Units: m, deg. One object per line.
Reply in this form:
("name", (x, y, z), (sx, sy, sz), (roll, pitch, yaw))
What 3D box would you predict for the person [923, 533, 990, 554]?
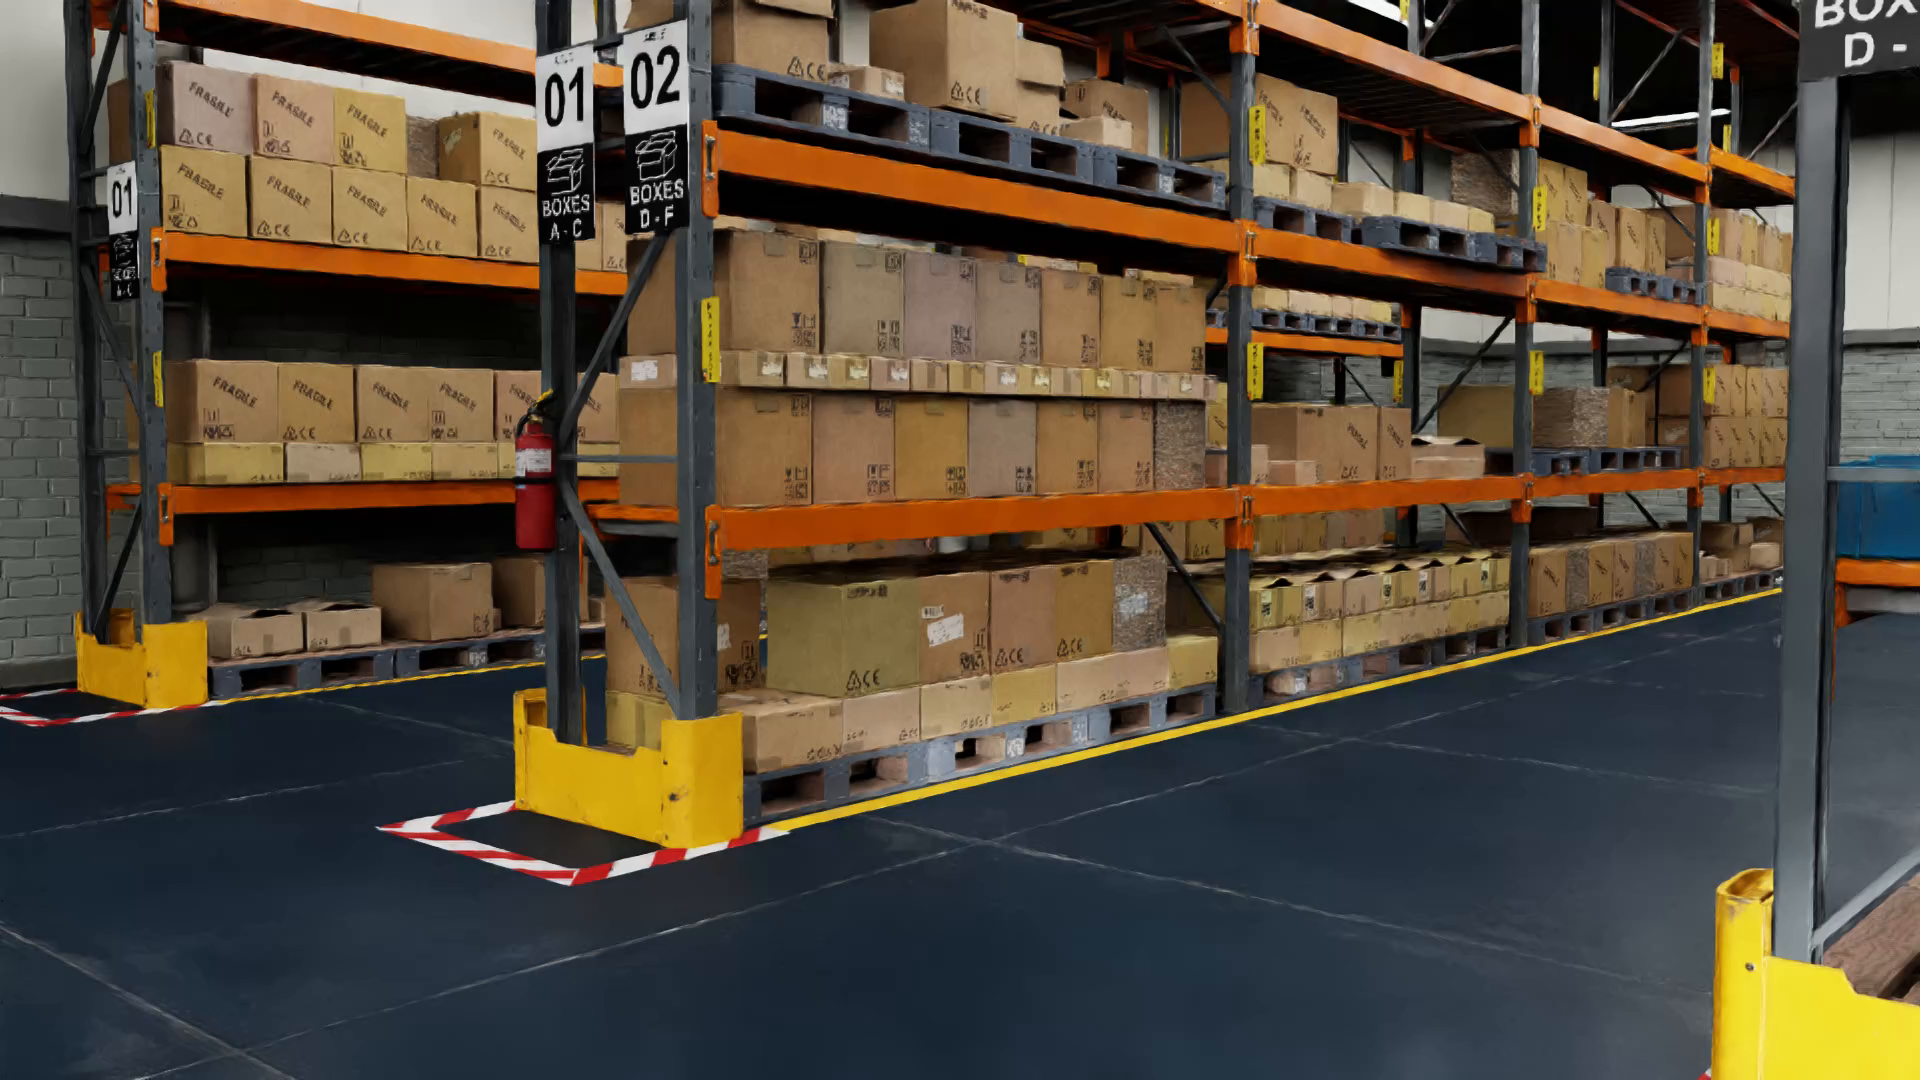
("person", (-0.013, -0.054, 12.715), (0.610, 1.747, 0.628), (-2, 4, -31))
